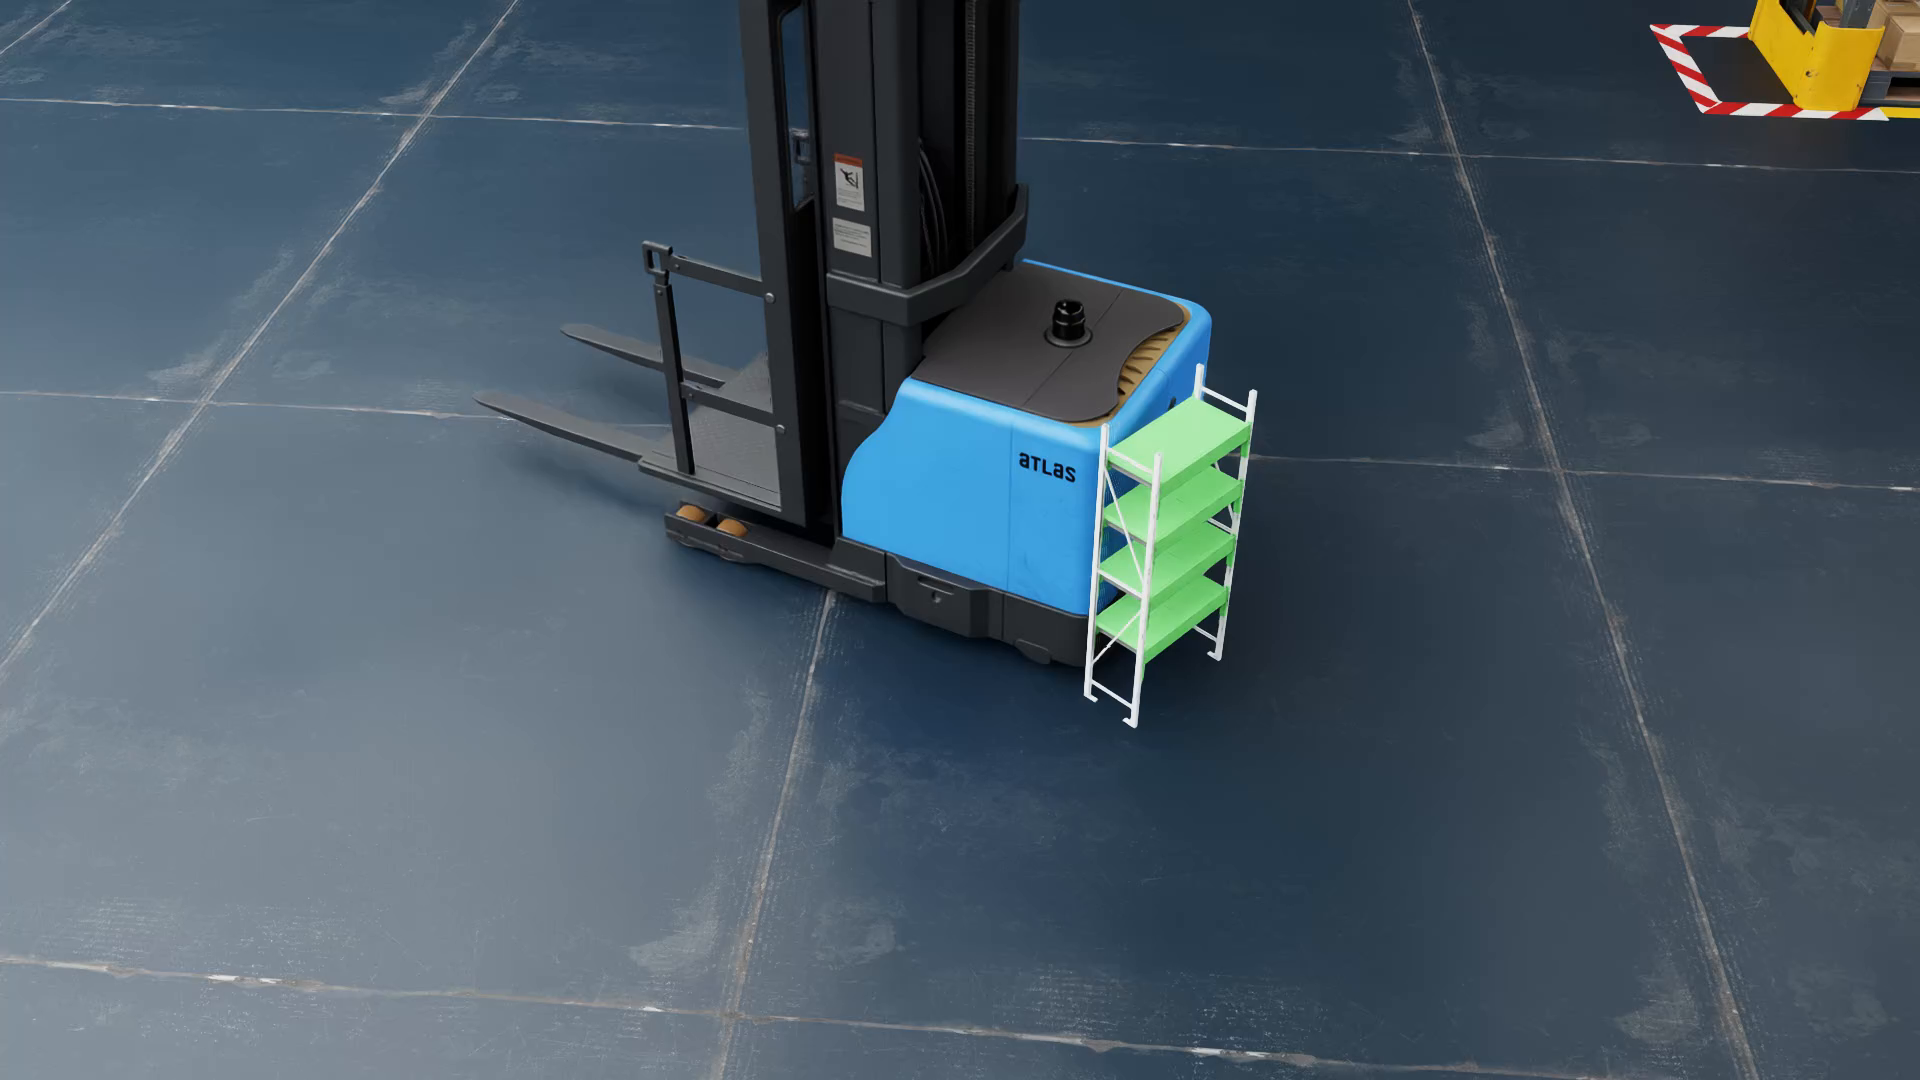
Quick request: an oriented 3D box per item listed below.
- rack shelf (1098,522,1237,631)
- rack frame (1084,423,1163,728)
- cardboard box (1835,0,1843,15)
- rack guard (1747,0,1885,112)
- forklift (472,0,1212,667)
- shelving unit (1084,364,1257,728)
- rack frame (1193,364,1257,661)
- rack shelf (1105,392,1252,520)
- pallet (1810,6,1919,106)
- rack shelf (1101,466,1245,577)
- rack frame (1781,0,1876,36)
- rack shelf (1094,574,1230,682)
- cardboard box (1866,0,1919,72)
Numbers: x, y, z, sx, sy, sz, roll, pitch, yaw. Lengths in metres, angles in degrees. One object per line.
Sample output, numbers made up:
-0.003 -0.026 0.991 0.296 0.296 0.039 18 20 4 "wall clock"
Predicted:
0.713 0.089 5.791 0.258 0.148 0.480 32 49 33 "rack shelf"
0.542 0.150 5.616 0.240 1.200 0.015 32 49 33 "rack frame"
5.801 -3.332 10.313 0.500 0.250 0.500 3 39 4 "cardboard box"
5.217 -3.111 10.176 0.348 0.500 1.175 3 39 4 "rack guard"
-0.608 -1.328 6.060 3.031 2.935 1.130 18 43 21 "forklift"
0.713 0.040 5.751 0.258 1.200 0.503 32 49 33 "shelving unit"
0.884 -0.070 5.886 0.240 1.200 0.015 32 49 33 "rack frame"
0.713 -0.283 5.488 0.258 0.148 0.480 32 49 33 "rack shelf"
6.006 -2.983 10.247 1.213 0.211 1.003 3 39 4 "pallet"
0.713 -0.097 5.640 0.258 0.148 0.480 32 49 33 "rack shelf"
5.241 -4.079 9.386 0.127 3.000 1.000 3 39 4 "rack frame"
0.713 0.275 5.943 0.258 0.148 0.480 32 49 33 "rack shelf"
5.756 -3.007 9.913 0.500 0.250 0.500 3 39 4 "cardboard box"
